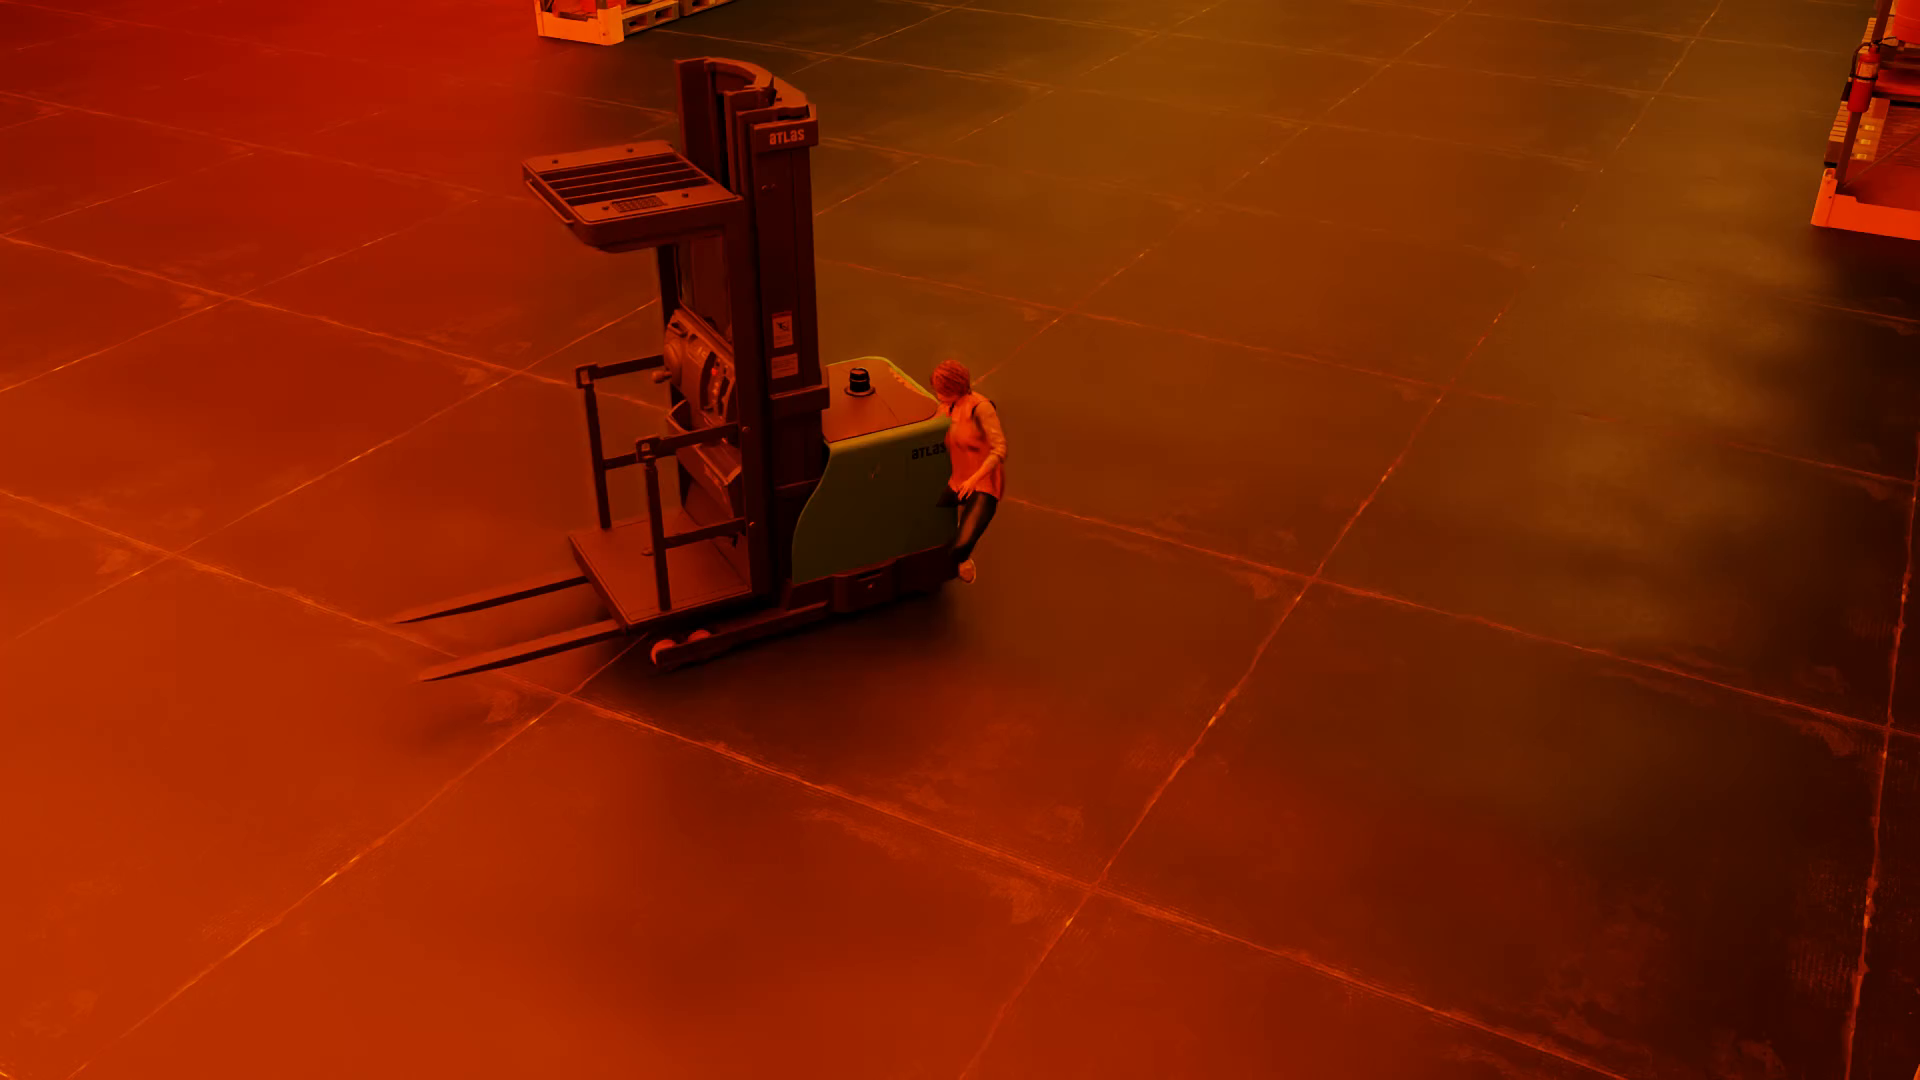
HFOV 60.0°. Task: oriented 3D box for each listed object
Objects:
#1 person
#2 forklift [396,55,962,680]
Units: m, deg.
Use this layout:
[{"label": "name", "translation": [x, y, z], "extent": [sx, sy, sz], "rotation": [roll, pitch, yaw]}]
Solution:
[{"label": "person", "translation": [-0.115, -0.266, 9.067], "extent": [0.704, 1.348, 0.802], "rotation": [-24, 38, -35]}, {"label": "forklift", "translation": [-1.515, -0.882, 8.599], "extent": [3.031, 2.935, 1.130], "rotation": [-15, 33, -24]}]
